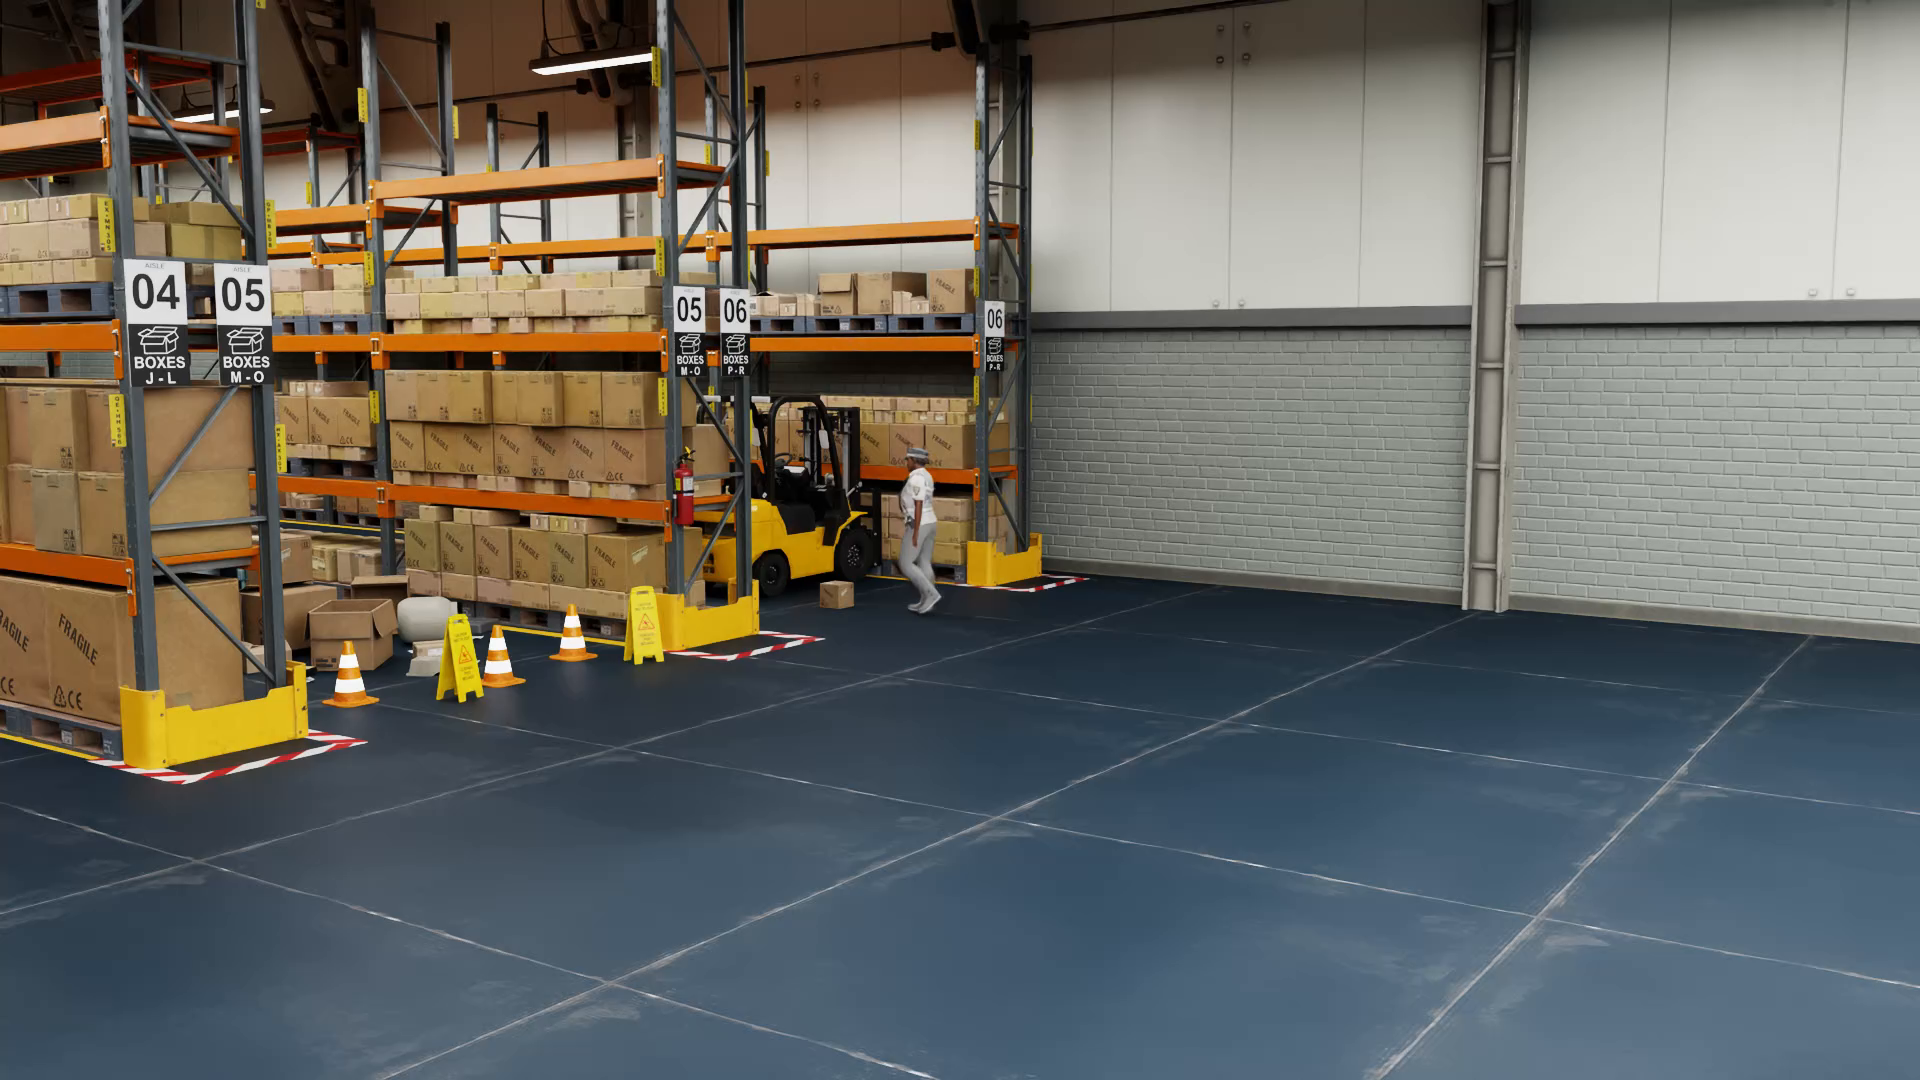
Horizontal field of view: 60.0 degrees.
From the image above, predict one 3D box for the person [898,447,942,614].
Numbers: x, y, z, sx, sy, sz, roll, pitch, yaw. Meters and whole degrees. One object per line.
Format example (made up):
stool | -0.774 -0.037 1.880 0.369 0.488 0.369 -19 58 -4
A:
person | -0.378 -0.102 16.697 0.443 1.658 0.501 2 7 18
